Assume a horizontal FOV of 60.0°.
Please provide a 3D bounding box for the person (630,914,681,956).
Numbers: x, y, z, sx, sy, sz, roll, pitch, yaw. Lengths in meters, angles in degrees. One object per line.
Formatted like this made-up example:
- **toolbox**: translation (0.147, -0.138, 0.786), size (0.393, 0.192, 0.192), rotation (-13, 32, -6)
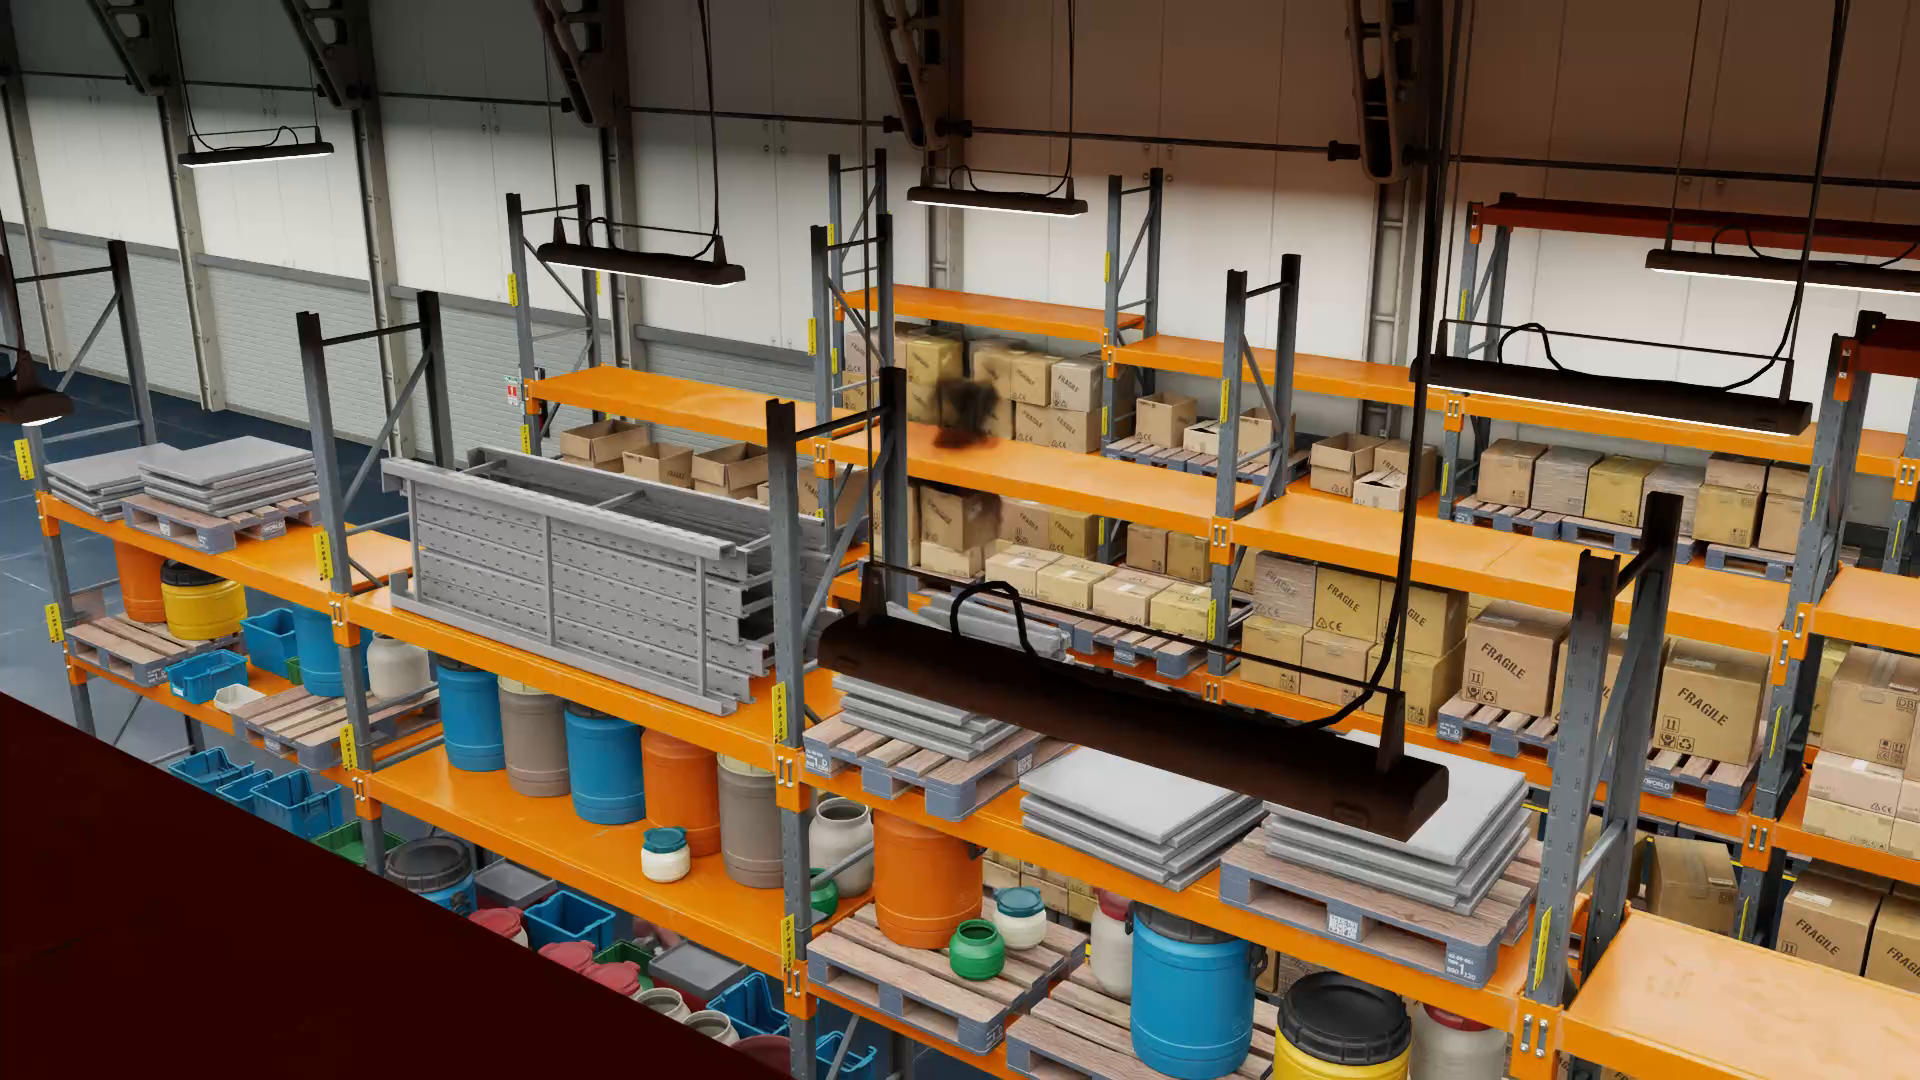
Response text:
- **person**: translation (-2.642, 2.807, 14.101), size (0.688, 1.726, 0.561), rotation (8, 20, 24)

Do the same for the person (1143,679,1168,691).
- **person**: translation (1.772, 2.100, 16.200), size (0.528, 1.653, 0.589), rotation (14, 23, 37)
